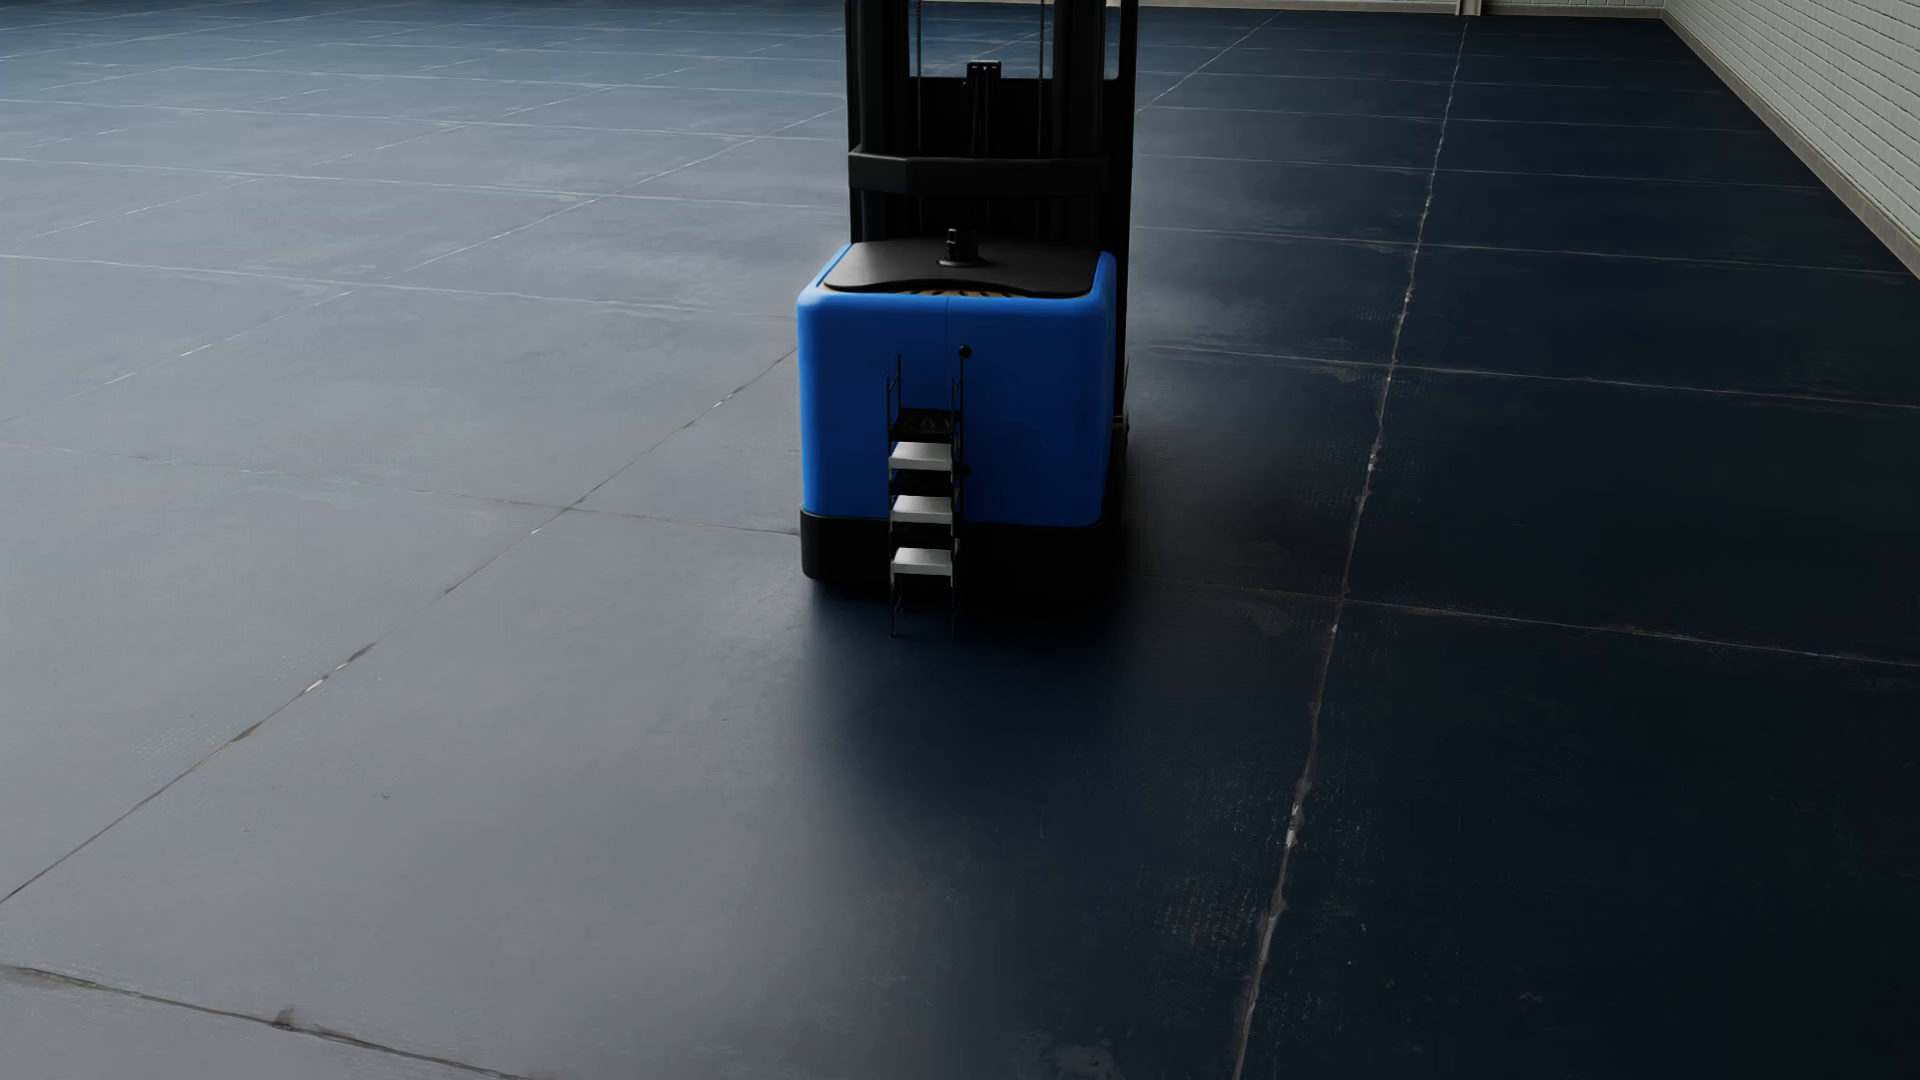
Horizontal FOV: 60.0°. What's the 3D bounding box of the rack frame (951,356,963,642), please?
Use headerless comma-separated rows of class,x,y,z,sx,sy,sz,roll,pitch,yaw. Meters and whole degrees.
rack frame,-0.008,-0.127,5.393,0.006,0.900,0.240,3,23,7

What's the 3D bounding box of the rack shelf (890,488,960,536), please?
rack shelf,-0.109,-0.101,5.418,0.200,0.077,0.258,3,23,7

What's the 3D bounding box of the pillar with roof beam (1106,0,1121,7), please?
pillar with roof beam,1.358,-11.887,23.392,0.400,9.000,9.100,7,23,16

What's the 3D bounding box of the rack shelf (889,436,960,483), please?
rack shelf,-0.109,-0.267,5.349,0.200,0.077,0.258,3,23,7

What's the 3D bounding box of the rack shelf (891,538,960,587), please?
rack shelf,-0.109,0.065,5.486,0.200,0.077,0.258,3,23,7

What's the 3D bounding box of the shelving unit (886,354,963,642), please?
shelving unit,-0.109,-0.132,5.405,0.210,0.900,0.258,3,23,7

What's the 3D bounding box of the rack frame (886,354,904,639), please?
rack frame,-0.210,-0.137,5.417,0.006,0.900,0.240,3,23,7

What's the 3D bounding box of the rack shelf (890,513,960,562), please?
rack shelf,-0.109,-0.018,5.452,0.200,0.077,0.258,3,23,7

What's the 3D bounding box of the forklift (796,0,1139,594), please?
forklift,0.147,-1.695,6.541,1.130,2.935,3.031,3,22,7

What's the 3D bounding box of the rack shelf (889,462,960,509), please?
rack shelf,-0.109,-0.184,5.383,0.200,0.077,0.258,3,23,7

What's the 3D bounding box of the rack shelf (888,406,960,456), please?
rack shelf,-0.109,-0.351,5.314,0.200,0.077,0.258,3,23,7

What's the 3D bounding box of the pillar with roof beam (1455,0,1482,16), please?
pillar with roof beam,7.102,-11.229,21.788,0.400,9.000,9.100,7,23,16
